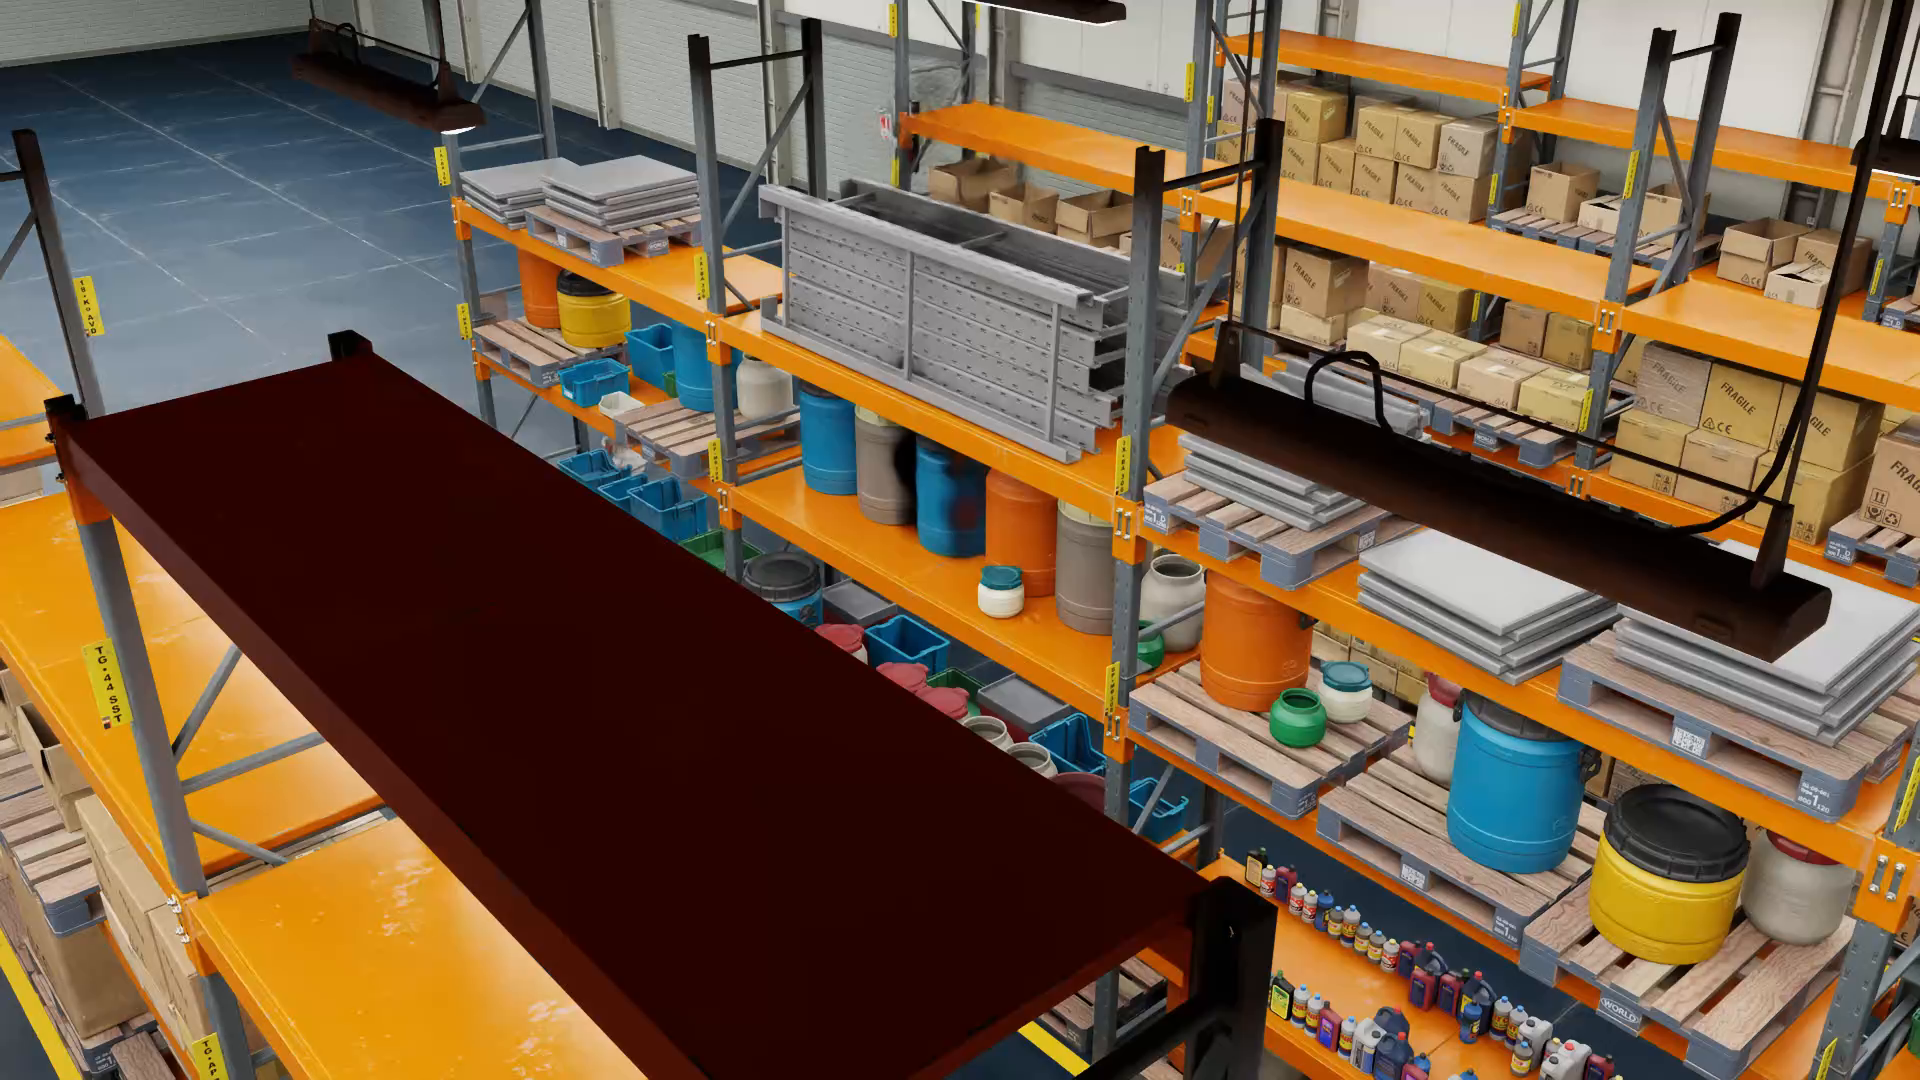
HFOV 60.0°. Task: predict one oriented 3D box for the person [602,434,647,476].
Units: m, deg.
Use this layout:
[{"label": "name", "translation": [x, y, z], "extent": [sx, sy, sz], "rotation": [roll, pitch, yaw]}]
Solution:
[{"label": "person", "translation": [-3.429, -0.784, 17.142], "extent": [1.008, 1.778, 0.674], "rotation": [14, 30, 25]}]
